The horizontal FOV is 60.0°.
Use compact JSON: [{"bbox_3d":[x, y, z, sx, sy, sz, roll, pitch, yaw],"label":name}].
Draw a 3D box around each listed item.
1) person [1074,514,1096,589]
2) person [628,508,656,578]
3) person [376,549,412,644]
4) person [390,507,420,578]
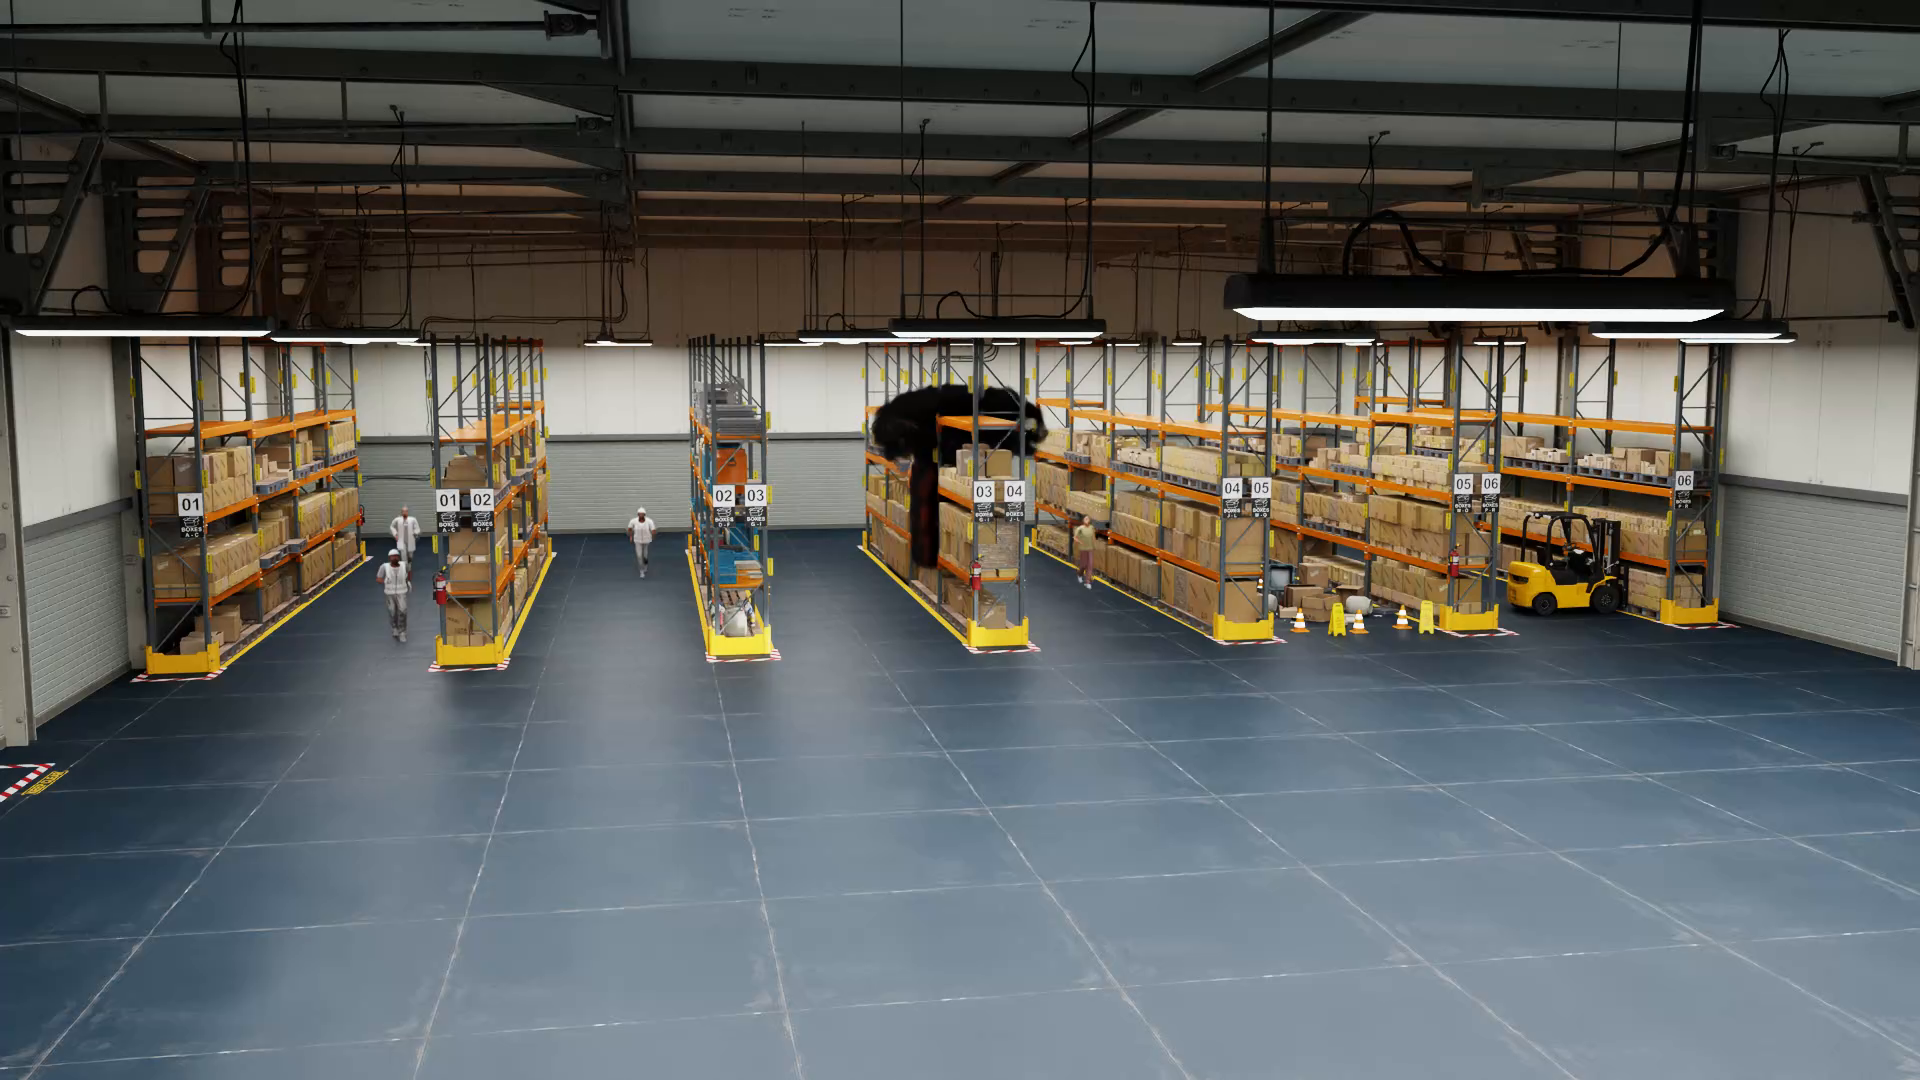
[{"bbox_3d":[2.905,0.247,38.342,0.589,1.687,0.712,-2,7,-18],"label":"person"},{"bbox_3d":[-8.037,0.051,42.030,0.679,1.752,0.911,-2,7,-13],"label":"person"},{"bbox_3d":[-11.120,1.084,32.726,0.662,1.835,0.816,-2,7,-18],"label":"person"},{"bbox_3d":[-14.035,0.047,42.089,0.711,1.765,0.880,-3,7,-21],"label":"person"}]
